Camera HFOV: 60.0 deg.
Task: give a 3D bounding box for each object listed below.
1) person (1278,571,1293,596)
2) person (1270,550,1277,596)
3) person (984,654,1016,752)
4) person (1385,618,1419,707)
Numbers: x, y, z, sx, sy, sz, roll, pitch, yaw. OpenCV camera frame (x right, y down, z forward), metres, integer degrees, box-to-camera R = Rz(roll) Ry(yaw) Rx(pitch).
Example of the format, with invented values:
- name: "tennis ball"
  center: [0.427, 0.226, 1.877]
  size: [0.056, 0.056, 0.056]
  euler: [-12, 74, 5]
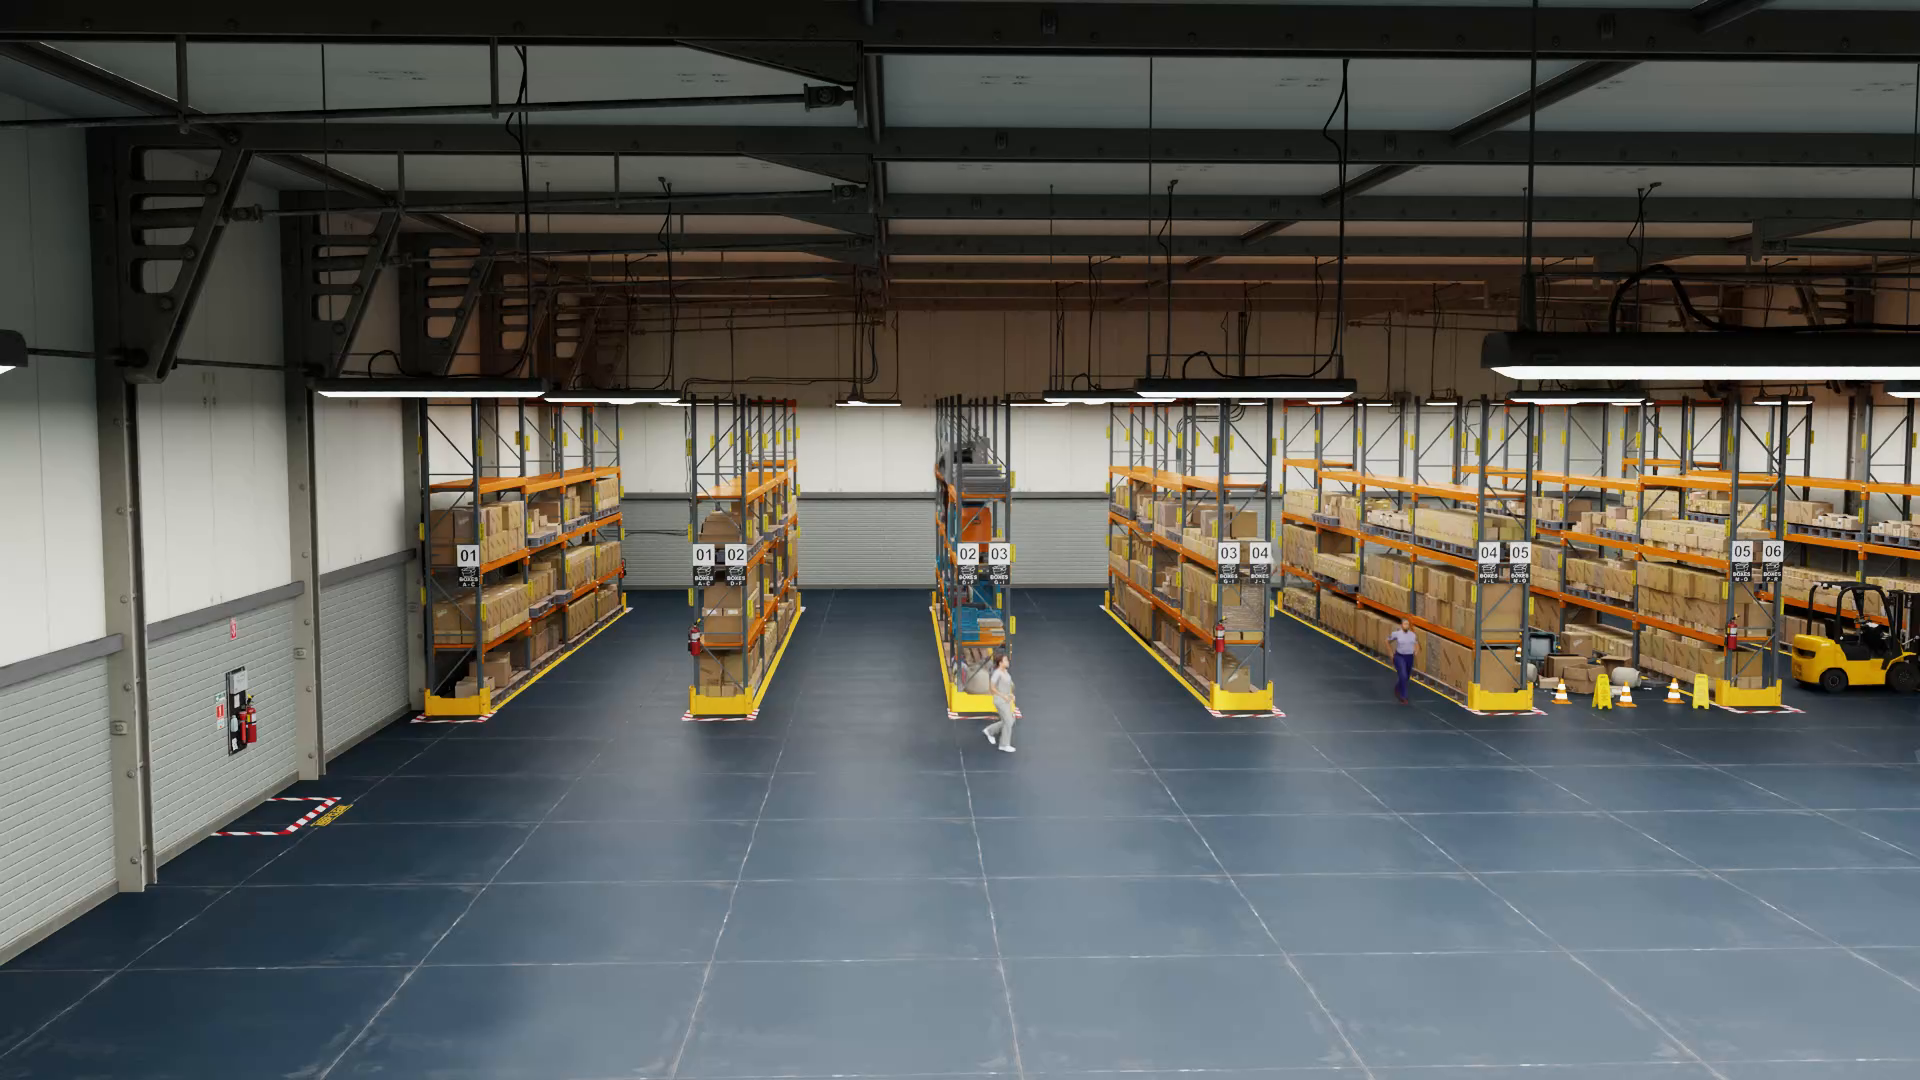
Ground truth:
- name: "person"
  center: [9.704, 1.097, 48.982]
  size: [0.694, 1.573, 0.542]
  euler: [-2, 5, -26]
- name: "person"
  center: [8.855, 1.030, 48.968]
  size: [0.833, 1.688, 0.862]
  euler: [0, 4, -2]
- name: "person"
  center: [0.644, 2.715, 27.875]
  size: [0.605, 1.641, 0.573]
  euler: [2, 5, 24]
- name: "person"
  center: [8.631, 2.355, 32.404]
  size: [0.615, 1.673, 0.867]
  euler: [-1, 5, -13]
